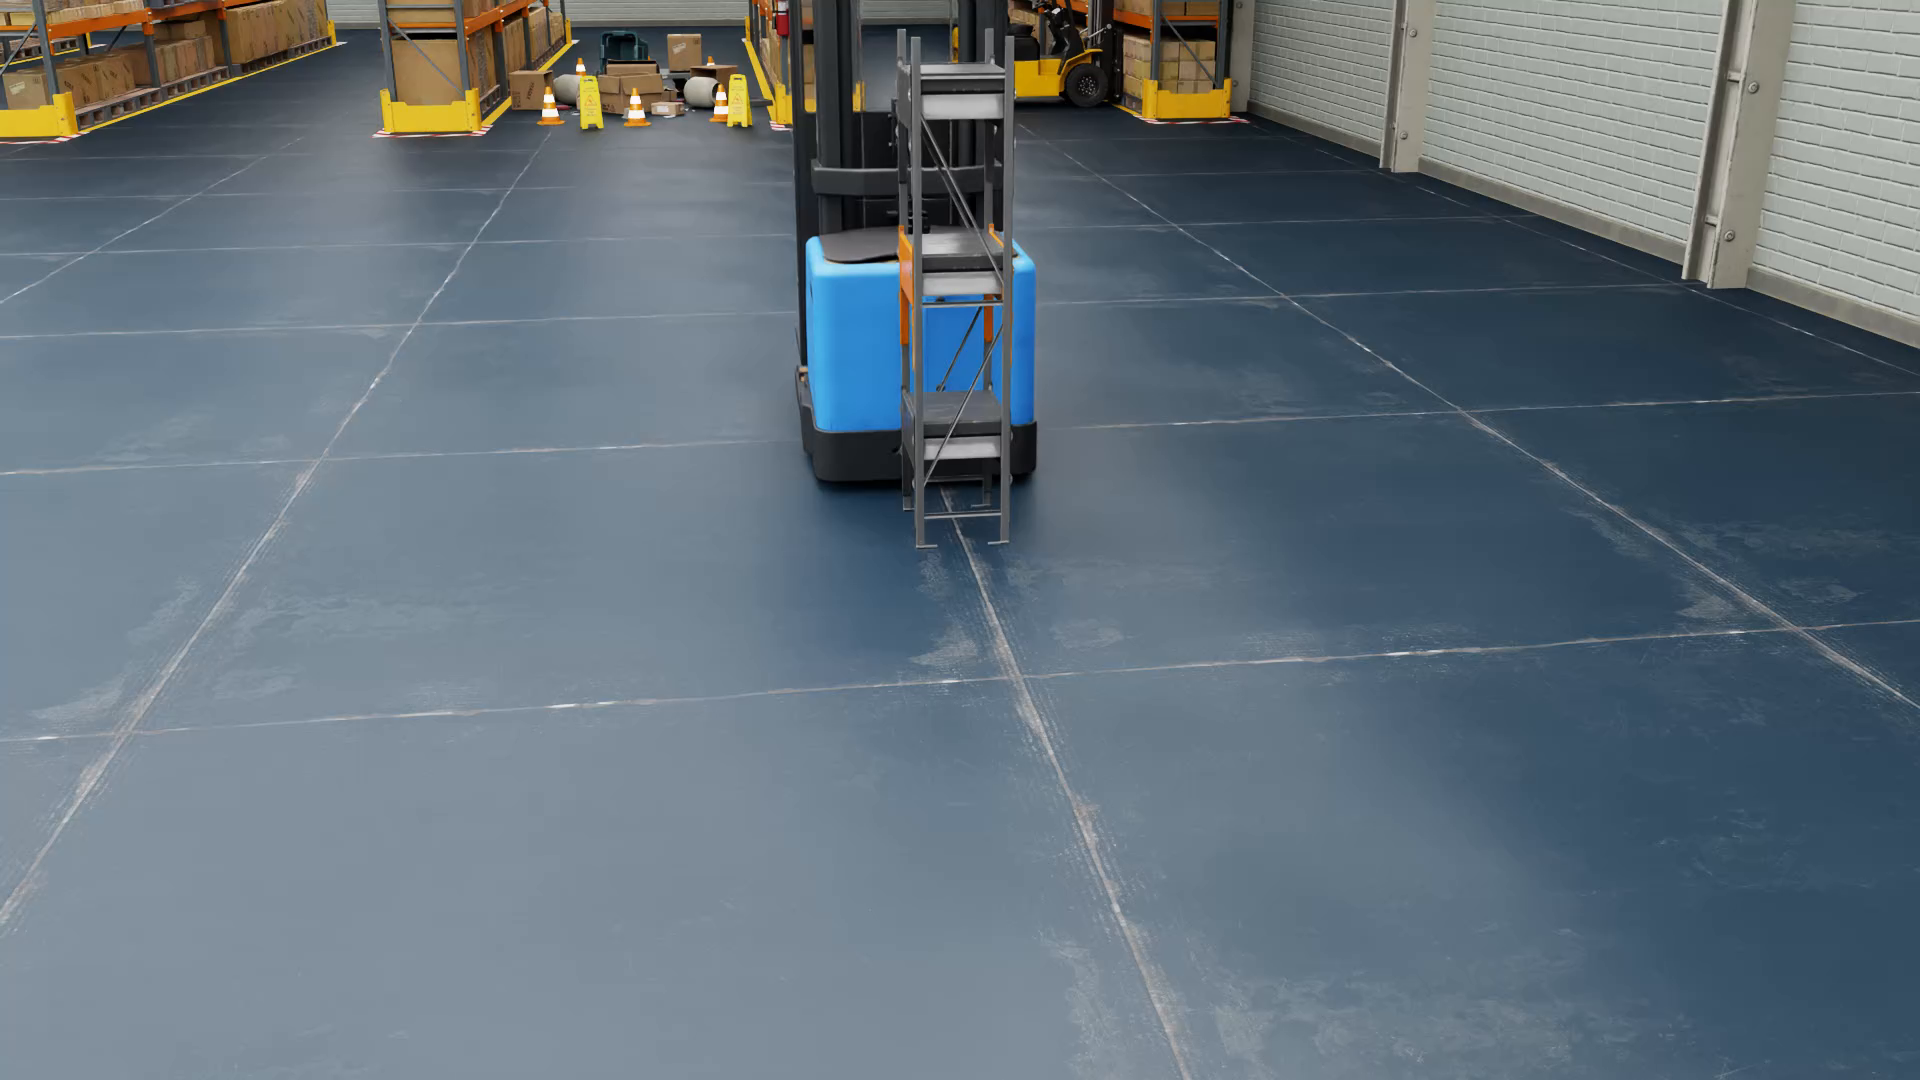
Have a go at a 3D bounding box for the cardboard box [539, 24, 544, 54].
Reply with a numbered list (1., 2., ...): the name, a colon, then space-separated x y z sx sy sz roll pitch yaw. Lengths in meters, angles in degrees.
1. cardboard box: -7.951 -9.227 30.607 0.500 0.500 0.500 -3 21 -9

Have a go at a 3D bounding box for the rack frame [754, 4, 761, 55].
1. rack frame: -3.566 -11.085 32.609 1.000 3.000 0.127 -3 21 -8

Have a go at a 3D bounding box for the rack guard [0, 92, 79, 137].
1. rack guard: -11.654 -5.286 20.654 1.175 0.500 0.348 -3 21 -8

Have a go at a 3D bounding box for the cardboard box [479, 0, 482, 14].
1. cardboard box: -6.993 -7.413 22.563 0.875 0.550 0.500 -3 21 -8

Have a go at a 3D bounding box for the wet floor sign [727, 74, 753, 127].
1. wet floor sign: -2.868 -5.708 21.576 0.267 0.644 0.232 4 21 11

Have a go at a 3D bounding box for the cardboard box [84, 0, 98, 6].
1. cardboard box: -11.976 -7.325 21.972 0.875 0.500 0.500 -3 21 -8

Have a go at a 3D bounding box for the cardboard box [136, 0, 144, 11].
1. cardboard box: -11.898 -7.638 23.739 0.380 0.149 0.250 -3 21 -8

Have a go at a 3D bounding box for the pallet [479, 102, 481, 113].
1. pallet: -6.913 -5.612 21.941 1.003 0.211 1.213 -3 21 -8

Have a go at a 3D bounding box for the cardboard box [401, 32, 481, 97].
1. cardboard box: -7.012 -6.383 22.456 0.875 0.875 0.875 -3 21 -9

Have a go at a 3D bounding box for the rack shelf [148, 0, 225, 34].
1. rack shelf: -12.508 -8.171 25.834 1.077 0.370 4.000 -3 21 -8

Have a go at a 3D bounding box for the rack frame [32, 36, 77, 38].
1. rack frame: -18.851 -11.720 34.310 1.000 3.000 0.127 -3 21 -8

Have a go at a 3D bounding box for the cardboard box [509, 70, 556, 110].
1. cardboard box: -6.058 -6.375 23.567 0.500 0.500 0.500 1 20 2

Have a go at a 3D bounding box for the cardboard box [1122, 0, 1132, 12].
1. cardboard box: 2.604 -7.743 23.519 0.500 0.500 0.500 -3 21 -9

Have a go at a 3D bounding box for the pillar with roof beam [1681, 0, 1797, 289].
1. pillar with roof beam: 1.336 -5.907 10.170 9.100 9.000 0.400 -3 21 -8

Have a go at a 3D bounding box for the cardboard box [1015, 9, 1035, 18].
1. cardboard box: 1.298 -10.348 32.682 0.380 0.149 0.250 -4 21 -11

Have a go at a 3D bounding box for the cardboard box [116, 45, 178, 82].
1. cardboard box: -12.337 -7.230 25.232 0.700 0.500 0.500 -3 21 -8

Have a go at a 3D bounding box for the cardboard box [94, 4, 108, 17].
1. cardboard box: -11.696 -7.118 22.346 0.380 0.149 0.250 -3 21 -8

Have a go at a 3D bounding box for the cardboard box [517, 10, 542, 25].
1. cardboard box: -7.942 -9.571 30.456 0.500 0.250 0.500 -4 21 -10

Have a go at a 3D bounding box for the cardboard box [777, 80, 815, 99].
1. cardboard box: -2.223 -6.114 22.627 0.500 0.250 0.500 -3 21 -8

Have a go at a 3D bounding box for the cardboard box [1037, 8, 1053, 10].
1. cardboard box: 1.726 -10.463 32.987 0.380 0.149 0.250 -3 21 -8

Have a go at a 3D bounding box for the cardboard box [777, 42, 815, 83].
1. cardboard box: -2.210 -6.455 22.468 0.500 0.500 0.500 -3 21 -7

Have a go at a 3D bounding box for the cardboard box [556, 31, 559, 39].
1. cardboard box: -8.488 -10.430 34.328 0.380 0.149 0.250 -3 21 -7

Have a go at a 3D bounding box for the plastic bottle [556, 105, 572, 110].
1. plastic bottle: -5.629 -6.102 23.468 0.283 0.061 0.133 -11 23 -26

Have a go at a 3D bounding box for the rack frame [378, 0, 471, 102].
1. rack frame: -6.720 -6.646 20.722 1.000 3.000 0.127 -3 21 -8

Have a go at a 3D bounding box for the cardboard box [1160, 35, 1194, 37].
1. cardboard box: 3.056 -7.081 23.790 0.500 0.250 0.500 -3 21 -8

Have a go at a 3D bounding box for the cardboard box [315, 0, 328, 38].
1. cardboard box: -13.778 -10.954 34.694 0.875 0.875 0.875 -3 21 -8

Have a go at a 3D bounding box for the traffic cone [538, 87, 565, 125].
1. traffic cone: -5.392 -5.713 21.850 0.336 0.463 0.334 -3 21 -8

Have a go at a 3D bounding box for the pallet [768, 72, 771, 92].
1. pallet: -2.527 -7.278 26.402 1.003 0.211 1.213 -3 21 -8

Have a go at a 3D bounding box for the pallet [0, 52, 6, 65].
1. pallet: -18.204 -8.760 30.369 1.003 0.211 1.213 -3 21 -8

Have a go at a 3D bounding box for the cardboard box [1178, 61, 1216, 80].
1. cardboard box: 3.212 -6.498 22.942 0.500 0.250 0.500 -3 21 -7

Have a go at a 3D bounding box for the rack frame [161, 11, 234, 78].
1. rack frame: -12.796 -9.200 27.562 1.000 3.000 0.127 -3 21 -8

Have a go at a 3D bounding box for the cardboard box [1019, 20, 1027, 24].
1. cardboard box: 1.415 -9.647 31.730 0.500 0.500 0.500 -4 21 -10

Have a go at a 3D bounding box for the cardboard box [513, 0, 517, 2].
1. cardboard box: -7.322 -8.797 26.339 0.500 0.500 0.500 -3 21 -7

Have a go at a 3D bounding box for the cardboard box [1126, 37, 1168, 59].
1. cardboard box: 2.620 -6.879 23.248 0.500 0.250 0.500 -3 21 -7

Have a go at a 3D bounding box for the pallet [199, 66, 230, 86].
1. pallet: -12.685 -7.623 27.326 1.003 0.211 1.213 -3 21 -8

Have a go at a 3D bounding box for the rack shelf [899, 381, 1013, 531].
1. rack shelf: -0.024 -0.372 7.252 0.431 0.518 0.480 -3 21 -8

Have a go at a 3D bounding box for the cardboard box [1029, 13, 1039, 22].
1. cardboard box: 1.506 -9.806 31.229 0.380 0.149 0.250 -3 21 -9

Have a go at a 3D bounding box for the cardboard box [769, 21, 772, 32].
1. cardboard box: -2.637 -7.615 24.648 0.380 0.149 0.250 -3 21 -7

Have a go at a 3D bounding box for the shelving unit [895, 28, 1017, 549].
1. shelving unit: -0.024 -1.041 7.002 0.431 2.100 0.503 -3 21 -8

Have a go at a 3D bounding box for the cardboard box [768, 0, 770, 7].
1. cardboard box: -2.685 -8.072 24.901 0.380 0.149 0.250 -3 21 -8

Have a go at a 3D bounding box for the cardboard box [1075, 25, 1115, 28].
1. cardboard box: 2.197 -8.361 28.108 0.875 0.625 0.625 -4 21 -10

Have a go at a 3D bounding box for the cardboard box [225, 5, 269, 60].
1. cardboard box: -12.996 -8.951 29.331 1.225 0.875 0.875 -3 21 -8

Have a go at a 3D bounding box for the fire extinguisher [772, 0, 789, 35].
1. fire extinguisher: -2.276 -6.831 21.330 0.296 0.674 0.183 -3 21 -8

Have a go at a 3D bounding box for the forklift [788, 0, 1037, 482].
1. forklift: -0.339 -2.121 8.706 1.130 2.935 3.031 -3 21 -7

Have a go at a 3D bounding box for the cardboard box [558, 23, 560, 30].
1. cardboard box: -8.504 -10.659 34.517 0.380 0.149 0.250 -3 21 -7

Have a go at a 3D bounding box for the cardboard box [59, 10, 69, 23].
1. cardboard box: -11.487 -6.598 20.955 0.380 0.149 0.250 -3 21 -8

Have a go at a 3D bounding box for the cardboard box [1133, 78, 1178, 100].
1. cardboard box: 2.694 -6.237 22.959 0.500 0.250 0.500 -3 21 -7

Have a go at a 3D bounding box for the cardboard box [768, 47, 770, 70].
1. cardboard box: -2.598 -7.711 26.731 0.950 0.372 0.625 -2 21 -4

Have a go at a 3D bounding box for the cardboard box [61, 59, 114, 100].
1. cardboard box: -11.944 -6.292 22.747 0.500 0.500 0.500 -5 21 -13

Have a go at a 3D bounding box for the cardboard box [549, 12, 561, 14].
1. cardboard box: -8.700 -11.155 35.419 0.380 0.149 0.250 -3 21 -7
